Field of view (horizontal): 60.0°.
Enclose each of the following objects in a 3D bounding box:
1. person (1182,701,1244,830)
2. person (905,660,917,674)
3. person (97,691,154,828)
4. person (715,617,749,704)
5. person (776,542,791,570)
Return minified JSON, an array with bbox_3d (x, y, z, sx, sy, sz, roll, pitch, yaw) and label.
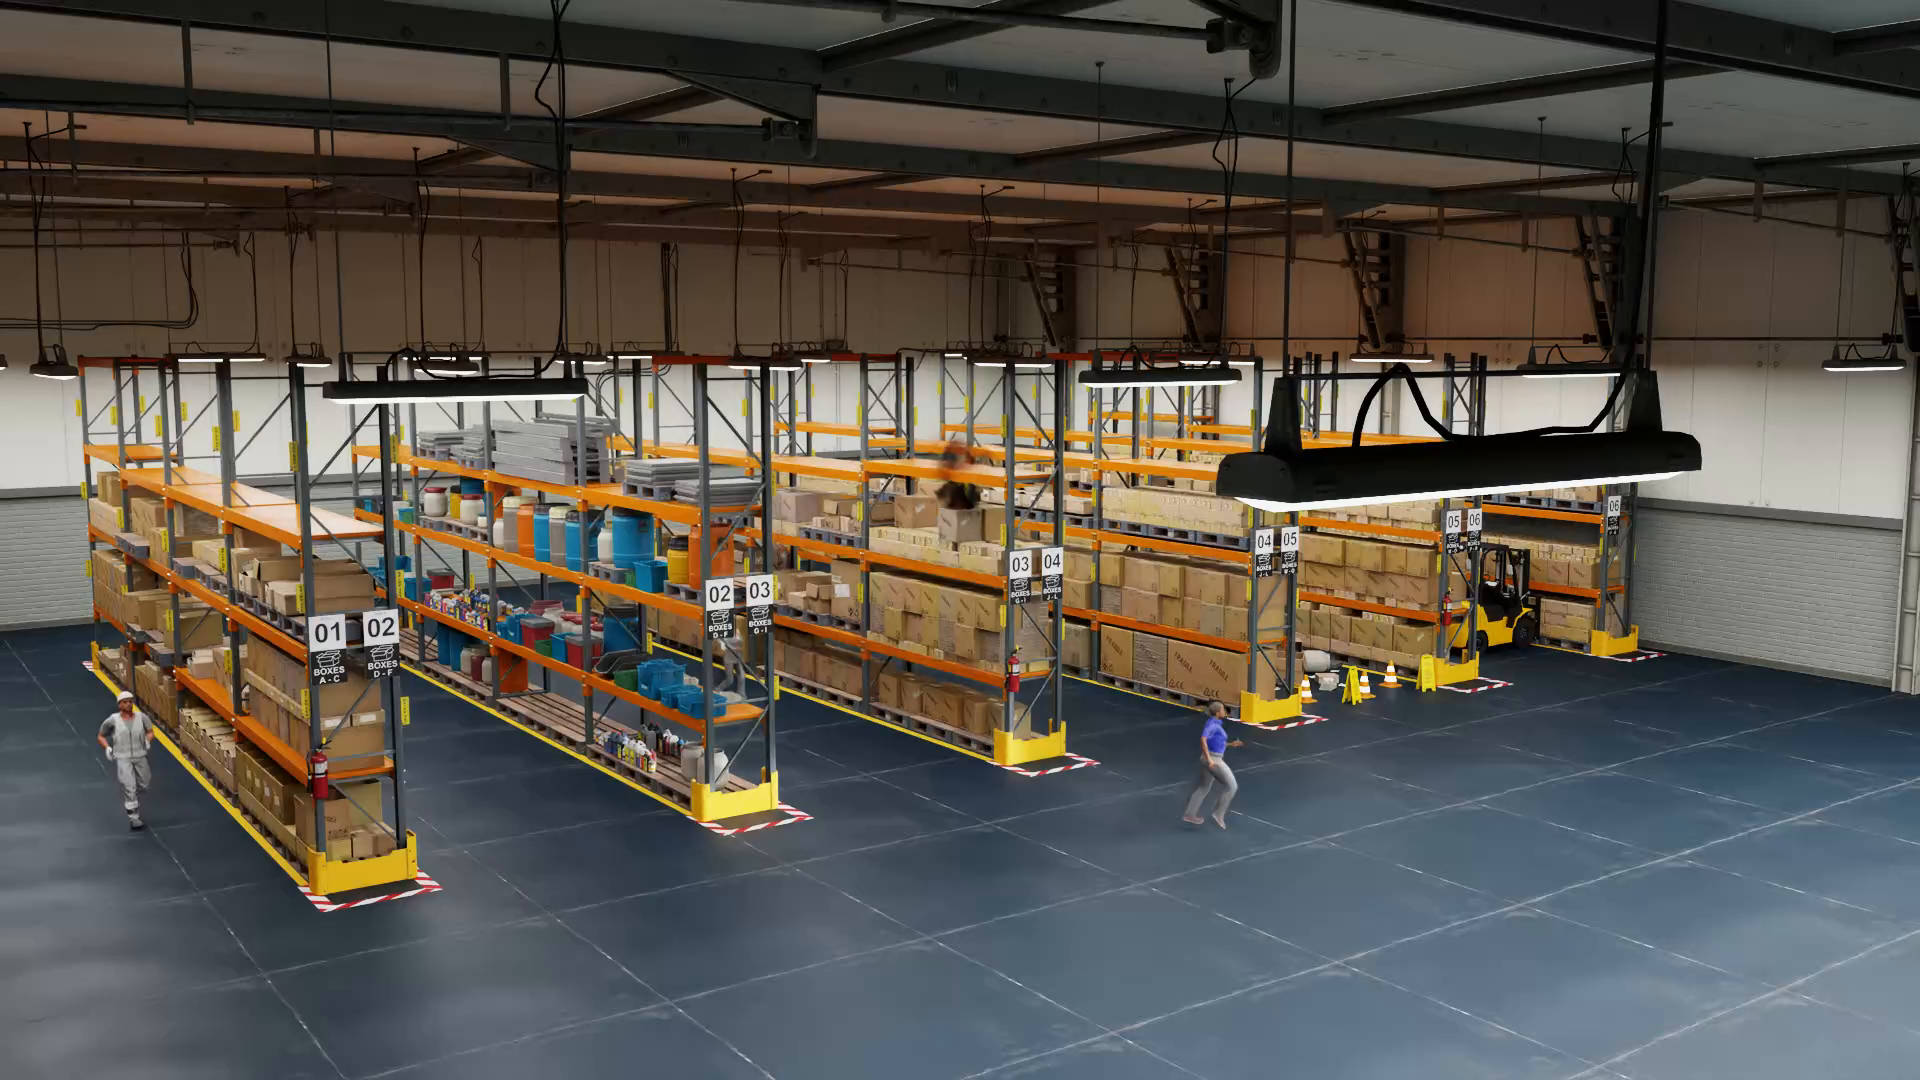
[{"bbox_3d":[3.294,2.919,21.505,0.789,1.690,0.536,-1,7,-10],"label":"person"},{"bbox_3d":[-0.836,1.732,31.136,0.603,1.654,0.542,-6,9,-41],"label":"person"},{"bbox_3d":[-10.852,2.839,21.708,0.663,1.749,0.786,-6,9,-40],"label":"person"},{"bbox_3d":[-3.858,2.085,28.346,0.851,1.562,0.545,6,9,40],"label":"person"},{"bbox_3d":[-4.045,0.886,37.715,0.730,1.827,0.976,-4,8,-27],"label":"person"}]
